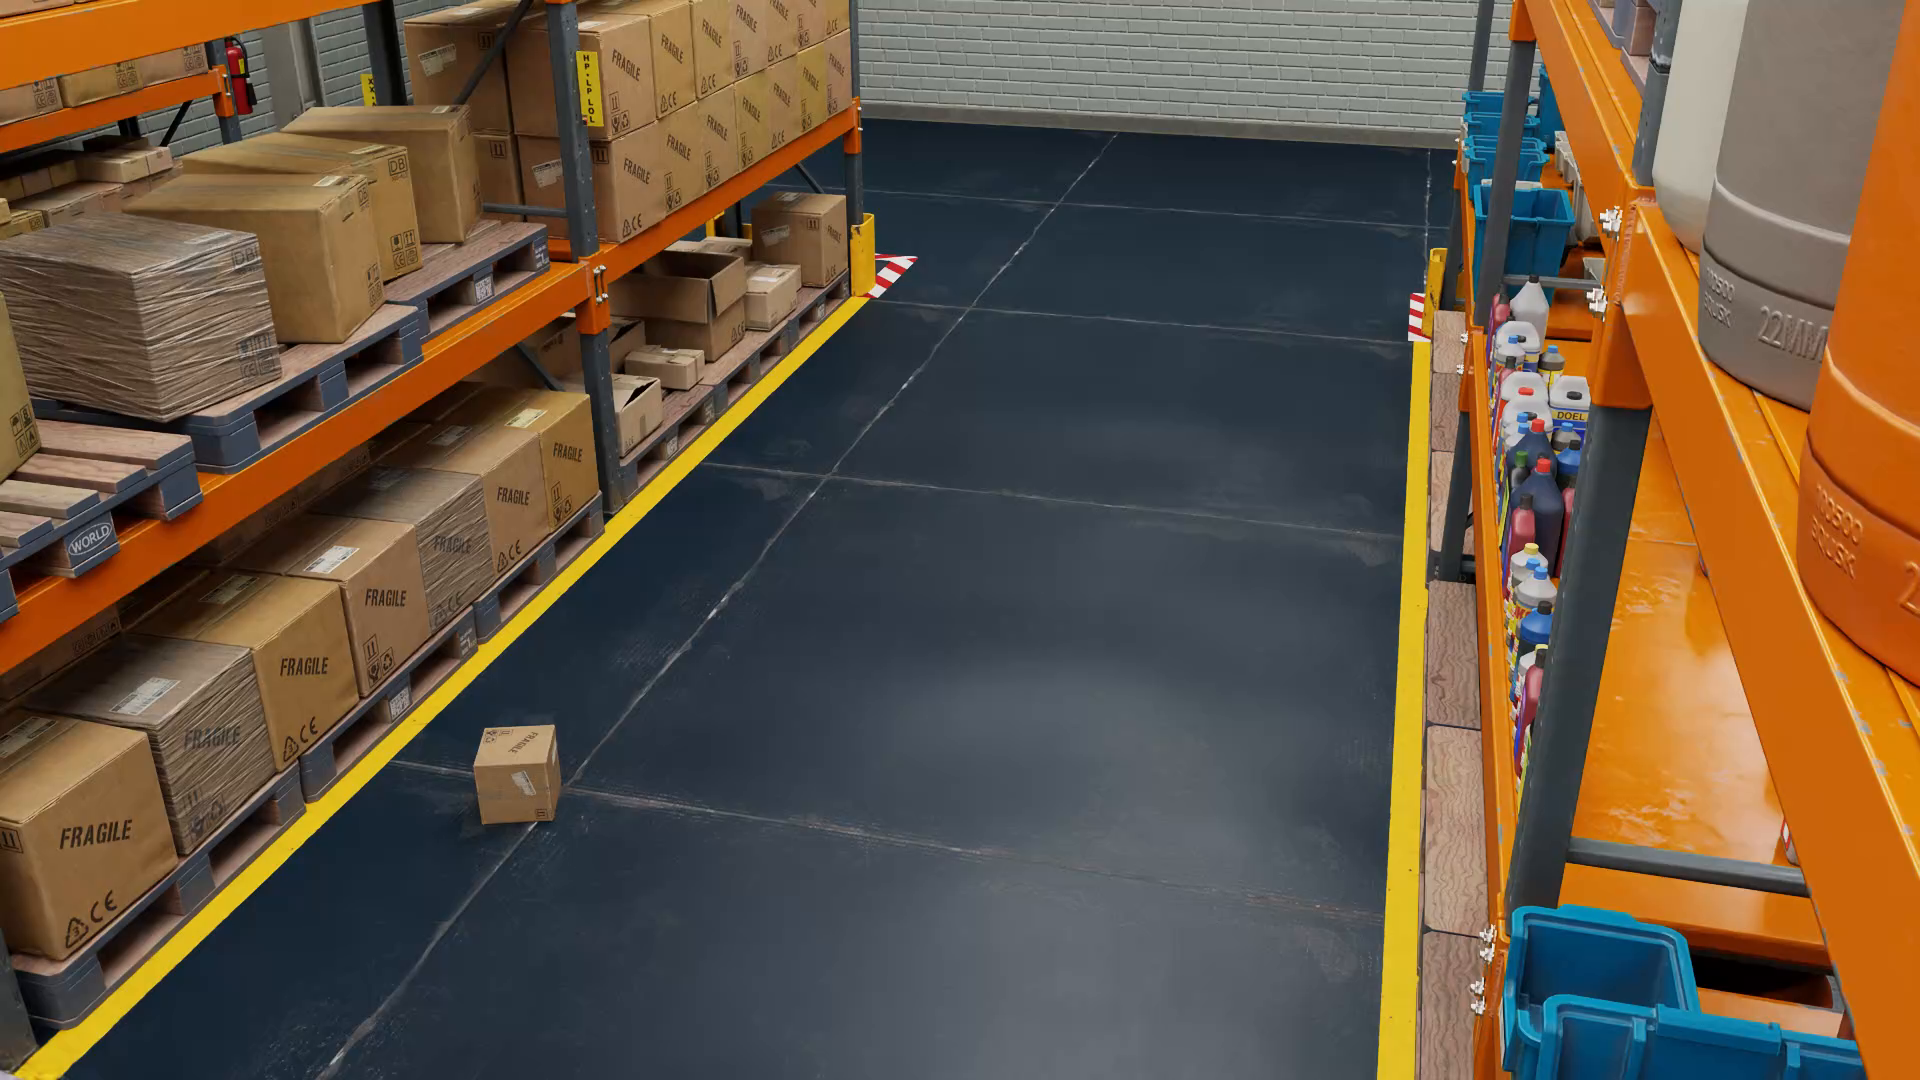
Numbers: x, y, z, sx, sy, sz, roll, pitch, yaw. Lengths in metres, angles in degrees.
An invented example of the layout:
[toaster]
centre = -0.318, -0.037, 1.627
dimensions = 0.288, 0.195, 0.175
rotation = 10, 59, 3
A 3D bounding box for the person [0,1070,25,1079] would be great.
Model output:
[person]
centre = -1.777, 1.486, 2.979
dimensions = 0.495, 1.613, 0.907
rotation = 8, 27, 16
